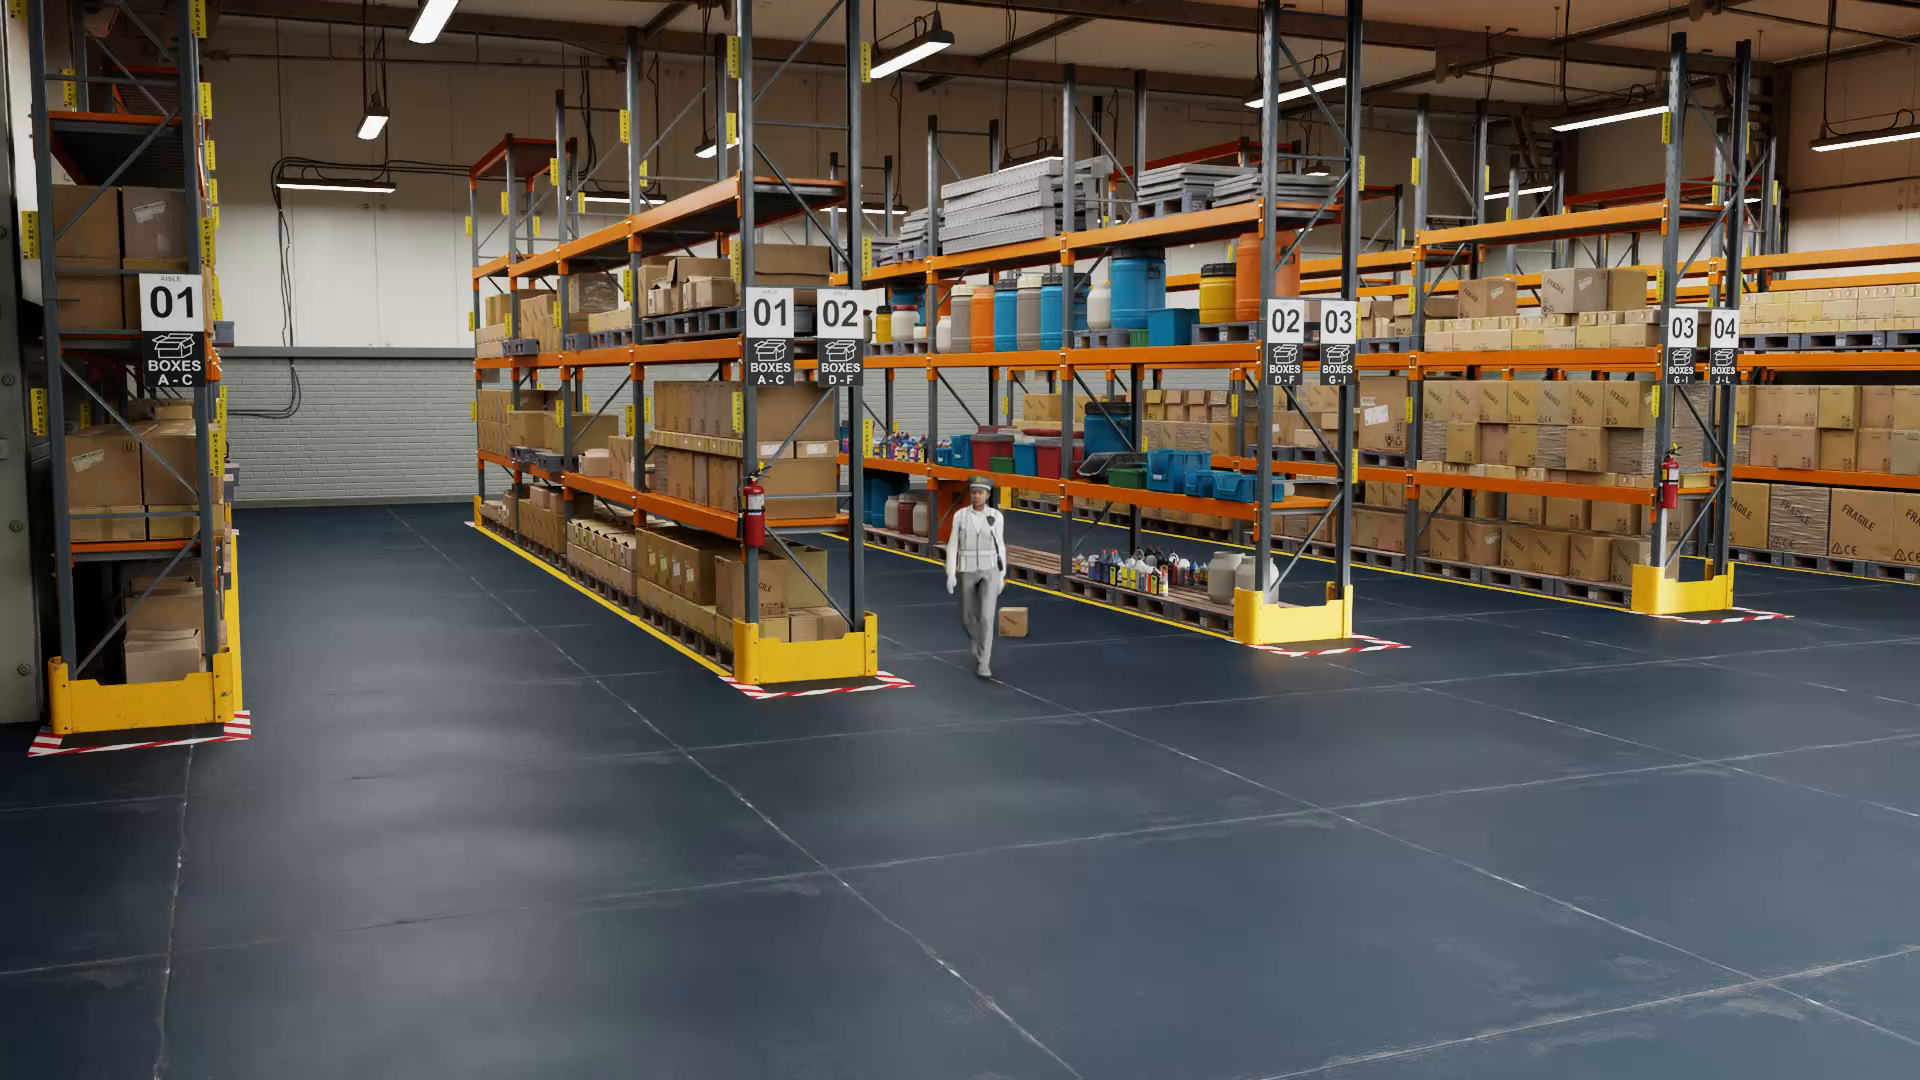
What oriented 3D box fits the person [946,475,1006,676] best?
[{"bbox_3d":[0.135,0.270,13.978,0.497,1.649,0.844,0,6,4],"label":"person"}]
